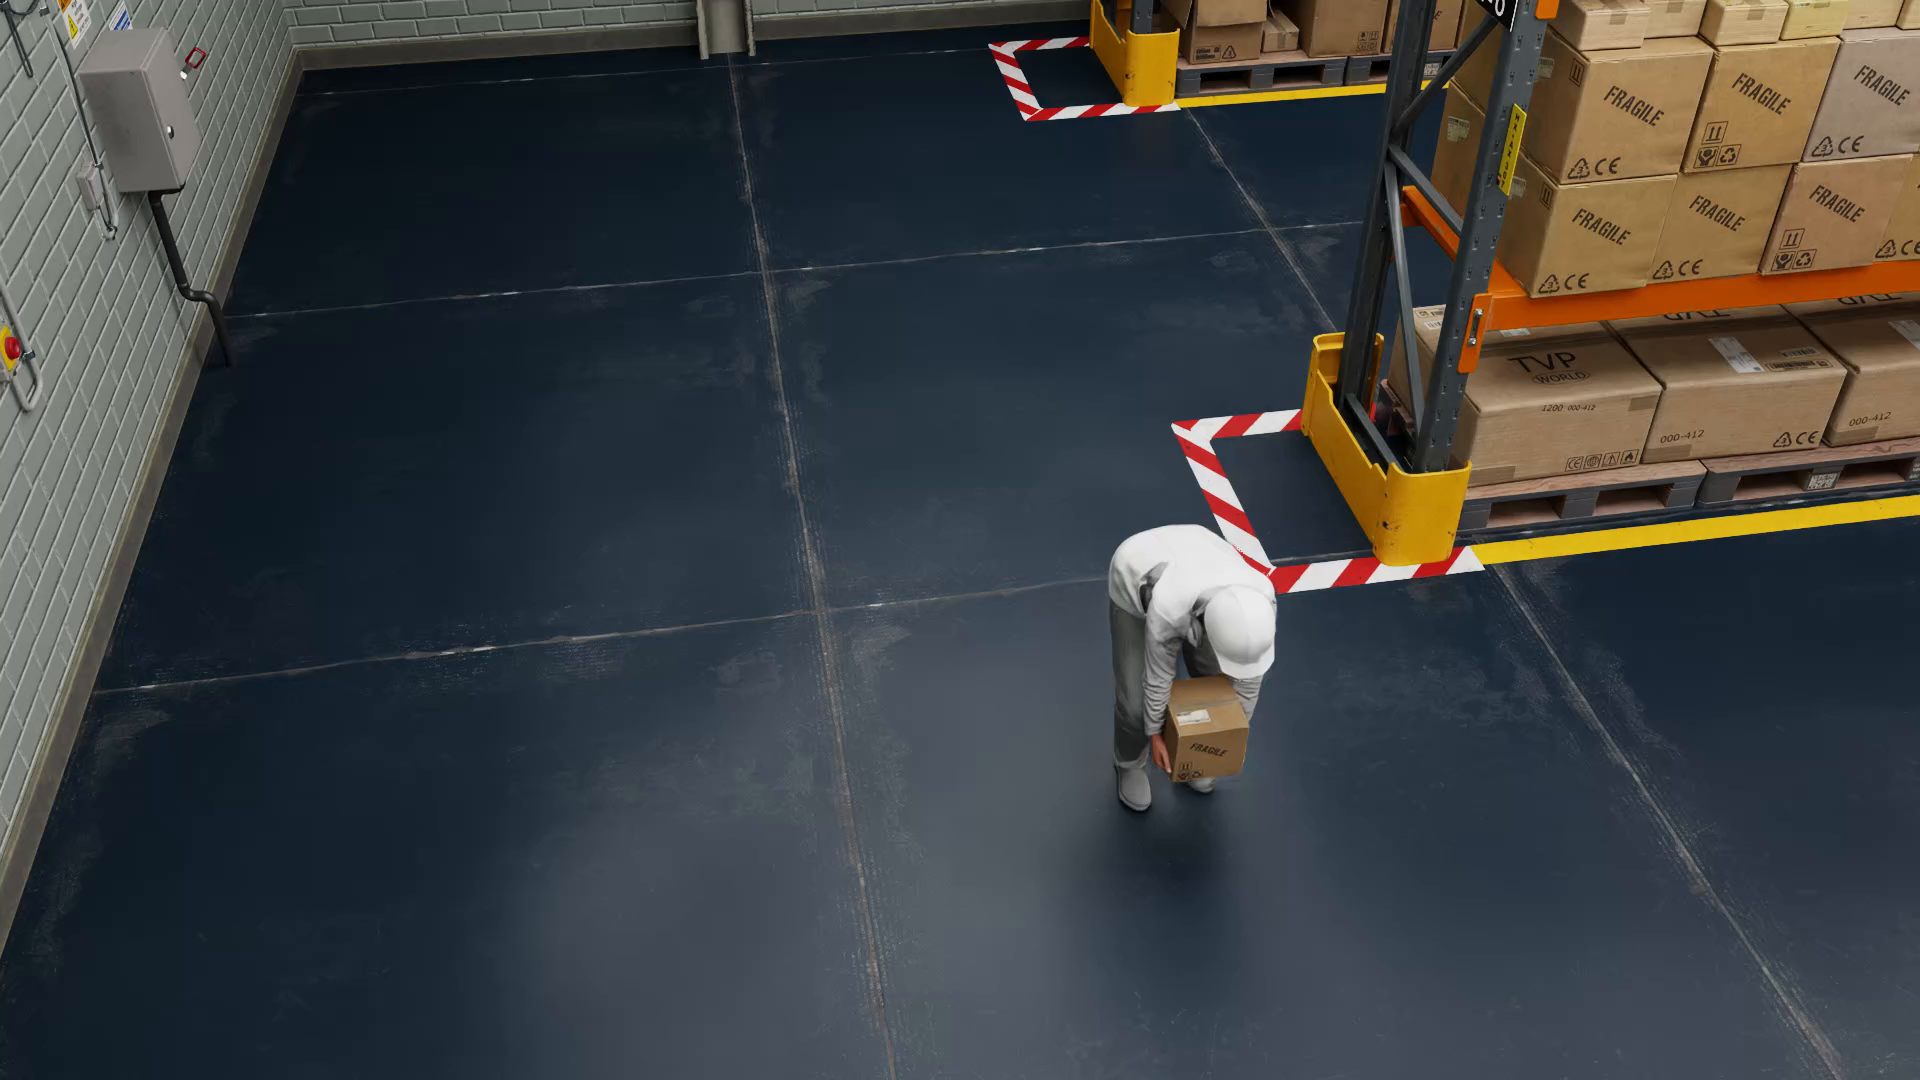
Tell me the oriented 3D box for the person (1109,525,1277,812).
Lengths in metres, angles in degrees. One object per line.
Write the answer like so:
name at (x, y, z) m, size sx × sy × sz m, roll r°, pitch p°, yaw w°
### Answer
person at (0.816, 0.489, 5.857) m, size 0.465 × 1.351 × 0.936 m, roll -7°, pitch 39°, yaw -9°
